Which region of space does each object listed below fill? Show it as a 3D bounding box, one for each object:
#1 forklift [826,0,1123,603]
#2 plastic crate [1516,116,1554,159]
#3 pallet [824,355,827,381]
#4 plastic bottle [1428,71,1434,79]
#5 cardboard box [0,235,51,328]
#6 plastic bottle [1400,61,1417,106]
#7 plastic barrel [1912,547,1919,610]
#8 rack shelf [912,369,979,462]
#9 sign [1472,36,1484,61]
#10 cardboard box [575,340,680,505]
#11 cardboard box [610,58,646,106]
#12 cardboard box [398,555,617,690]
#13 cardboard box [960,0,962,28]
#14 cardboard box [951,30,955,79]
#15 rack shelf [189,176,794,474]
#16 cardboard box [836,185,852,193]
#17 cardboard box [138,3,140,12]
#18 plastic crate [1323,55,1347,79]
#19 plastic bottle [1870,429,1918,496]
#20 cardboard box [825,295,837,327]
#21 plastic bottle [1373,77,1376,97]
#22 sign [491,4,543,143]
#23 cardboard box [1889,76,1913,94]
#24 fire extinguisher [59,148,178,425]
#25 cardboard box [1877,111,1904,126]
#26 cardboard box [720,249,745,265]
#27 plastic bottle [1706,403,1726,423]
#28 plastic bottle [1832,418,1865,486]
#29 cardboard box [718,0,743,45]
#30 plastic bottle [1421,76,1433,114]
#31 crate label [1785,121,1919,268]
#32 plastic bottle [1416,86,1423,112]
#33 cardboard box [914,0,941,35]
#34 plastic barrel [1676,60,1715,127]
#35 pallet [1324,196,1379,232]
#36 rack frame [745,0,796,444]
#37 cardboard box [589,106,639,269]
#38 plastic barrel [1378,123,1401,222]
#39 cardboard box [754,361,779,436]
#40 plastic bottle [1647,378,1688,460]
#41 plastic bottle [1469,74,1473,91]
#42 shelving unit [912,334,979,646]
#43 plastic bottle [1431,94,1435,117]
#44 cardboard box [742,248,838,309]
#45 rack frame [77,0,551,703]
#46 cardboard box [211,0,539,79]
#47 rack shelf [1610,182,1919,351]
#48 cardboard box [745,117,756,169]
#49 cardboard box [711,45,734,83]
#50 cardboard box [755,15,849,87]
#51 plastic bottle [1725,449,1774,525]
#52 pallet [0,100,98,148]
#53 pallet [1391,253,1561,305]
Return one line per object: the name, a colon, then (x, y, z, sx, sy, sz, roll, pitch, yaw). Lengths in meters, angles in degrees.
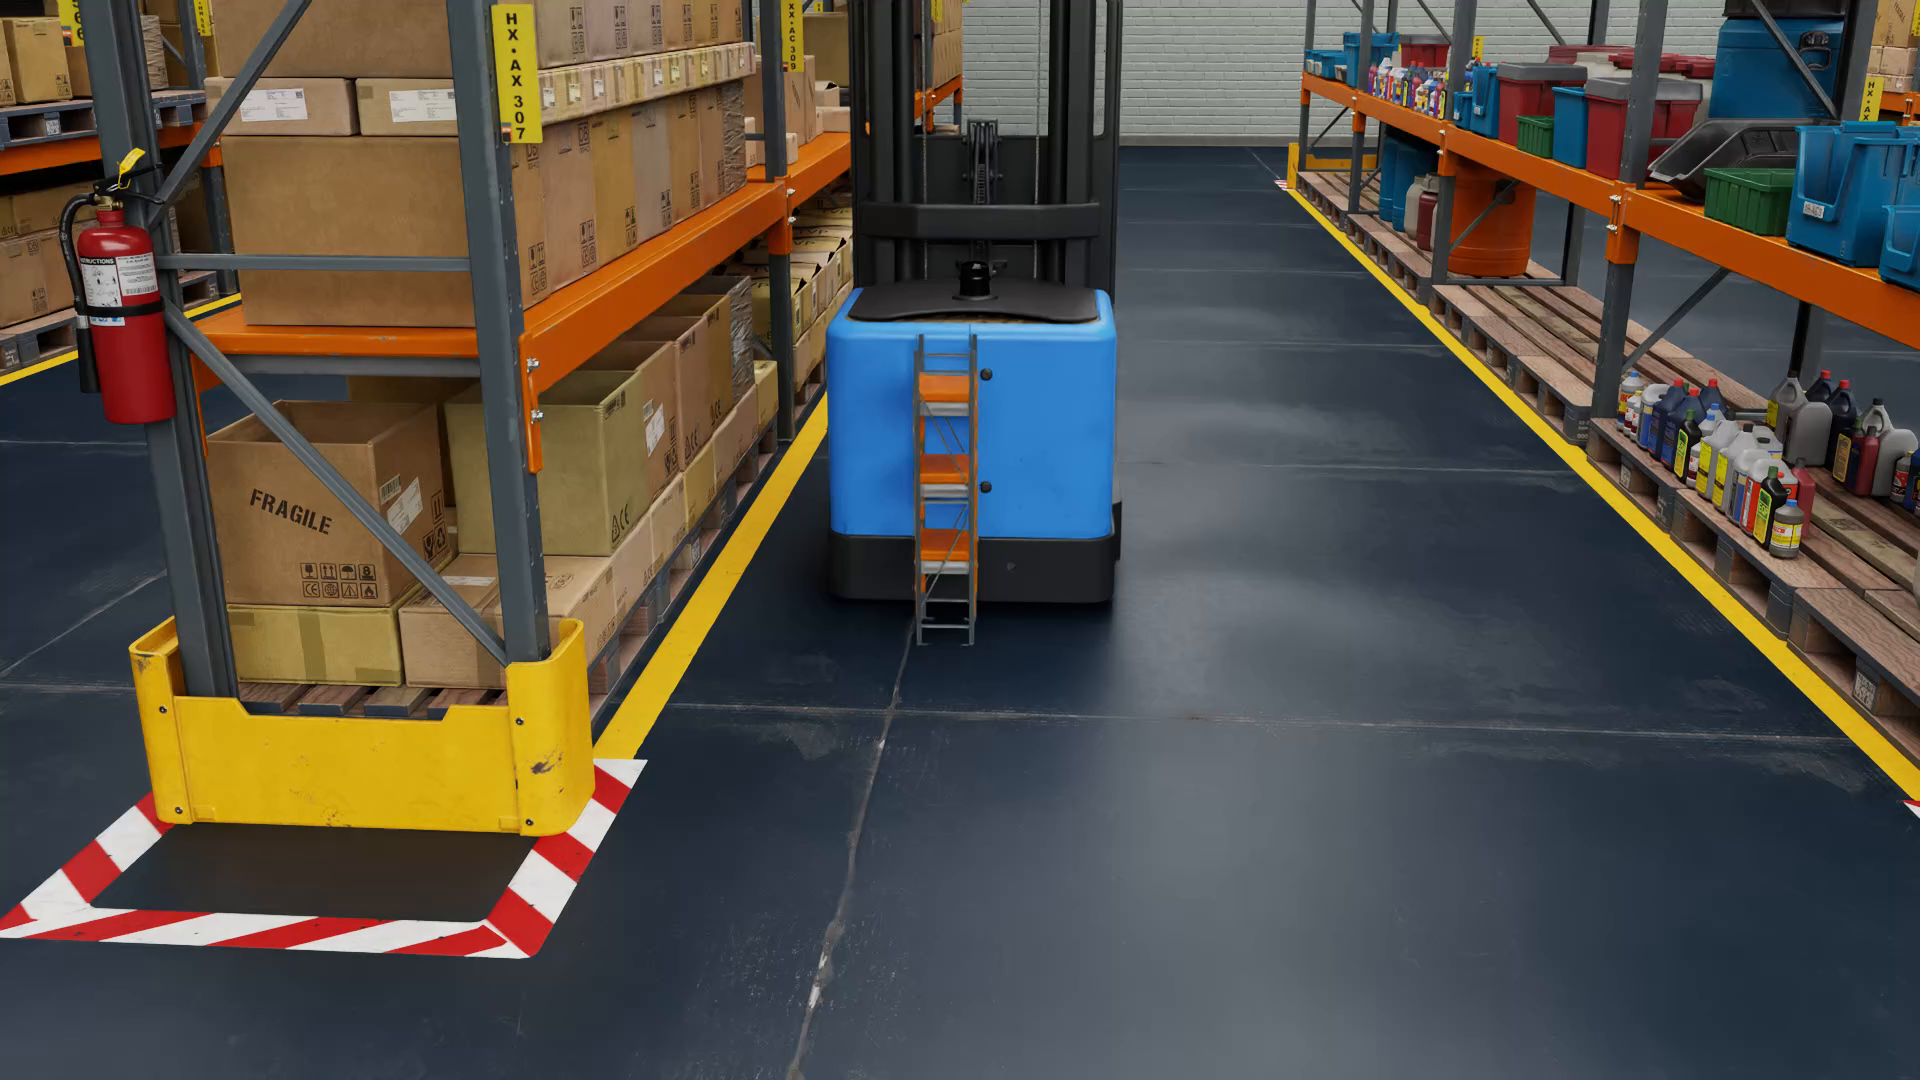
forklift: (0.114, -1.574, 7.019, 1.130, 2.935, 3.031, 1, 18, 3)
plastic crate: (3.439, -2.276, 9.392, 0.450, 0.188, 0.662, 1, 18, 4)
pallet: (-1.246, -1.226, 10.325, 1.003, 0.211, 1.213, 1, 18, 4)
plastic bottle: (3.725, -3.561, 13.160, 0.061, 0.283, 0.133, 1, 18, 4)
cardboard box: (-6.185, -1.620, 10.358, 0.700, 0.500, 0.500, 1, 18, 5)
plastic bottle: (3.644, -3.686, 13.434, 0.144, 0.351, 0.185, 1, 18, 4)
plastic barrel: (3.316, 0.034, 5.324, 0.421, 0.512, 0.421, 0, 18, 0)
rack shelf: (-0.046, -0.425, 5.646, 0.215, 0.259, 0.240, 1, 20, 2)
sign: (4.718, -4.433, 15.189, 0.100, 0.325, 0.005, 1, 18, 4)
cardboard box: (-1.314, -0.421, 5.927, 0.500, 0.500, 0.500, 1, 18, 4)
cardboard box: (-1.298, -1.572, 5.700, 0.380, 0.149, 0.250, 1, 18, 3)
cardboard box: (-1.371, 0.247, 5.095, 0.500, 0.250, 0.500, 1, 18, 4)
cardboard box: (-0.242, -6.046, 18.792, 0.500, 0.500, 0.500, 1, 18, 3)
cardboard box: (-0.320, -5.254, 17.981, 0.500, 0.500, 0.500, 1, 18, 4)
rack shelf: (-1.488, -0.978, 6.246, 1.077, 0.370, 4.000, 1, 18, 4)
cardboard box: (-0.708, -2.502, 13.051, 0.500, 0.500, 0.500, 1, 18, 2)
cardboard box: (-5.994, -3.750, 11.641, 0.380, 0.149, 0.250, -1, 18, -3)
plastic crate: (3.994, -4.934, 17.336, 0.416, 0.233, 0.300, 1, 18, 4)
plastic bottle: (3.785, -0.327, 6.773, 0.152, 0.276, 0.135, 2, 18, 5)
cardboard box: (-0.996, -1.274, 9.734, 0.500, 0.250, 0.500, 1, 18, 2)
plastic bottle: (3.718, -4.038, 14.747, 0.097, 0.201, 0.097, 0, 18, 0)
sign: (-1.078, -1.134, 4.048, 0.100, 0.325, 0.005, 1, 18, 4)
cardboard box: (8.805, -4.186, 15.285, 0.380, 0.149, 0.250, 1, 18, 4)
fire extinguisher: (-2.103, -0.636, 4.170, 0.296, 0.674, 0.183, 1, 18, 4)
cardboard box: (9.237, -3.597, 15.820, 0.875, 0.875, 0.875, 1, 18, 4)
cardboard box: (-1.532, -1.549, 9.675, 0.500, 0.311, 0.500, 1, 18, 4)
plastic bottle: (3.234, -0.453, 7.163, 0.097, 0.271, 0.097, 0, 18, 0)
plastic bottle: (3.696, -0.376, 6.908, 0.061, 0.283, 0.133, 1, 18, 4)
cardboard box: (-1.370, -2.467, 7.391, 0.700, 0.500, 0.500, 1, 18, 4)
plastic bottle: (3.557, -3.374, 12.609, 0.097, 0.271, 0.097, 0, 18, 0)
crate label: (3.171, -1.182, 5.655, 0.502, 0.435, 0.616, 1, 18, 4)
plastic bottle: (3.571, -3.401, 12.804, 0.097, 0.201, 0.097, 0, 18, 0)
cardboard box: (-0.456, -5.089, 15.869, 0.500, 0.500, 0.500, 2, 18, 5)
plastic barrel: (3.883, -2.186, 8.560, 0.433, 0.535, 0.433, 0, 18, 0)
pallet: (4.184, -3.218, 16.406, 1.003, 0.211, 1.213, 1, 18, 4)
rack frame: (-1.344, -1.941, 8.030, 1.000, 3.000, 0.127, 1, 18, 4)
cardboard box: (-1.511, -1.208, 5.633, 0.700, 0.500, 0.500, 1, 18, 4)
plastic barrel: (4.114, -3.348, 15.019, 0.600, 0.901, 0.708, 1, 18, 4)
cardboard box: (-1.160, -0.685, 7.938, 0.500, 0.250, 0.500, 1, 18, 4)
plastic bottle: (3.124, -0.538, 7.296, 0.144, 0.351, 0.185, 2, 18, 5)
plastic bottle: (4.249, -3.736, 13.715, 0.097, 0.271, 0.097, 0, 18, 0)
shelving unit: (-0.046, -0.168, 5.738, 0.215, 1.050, 0.252, 1, 20, 2)
plastic bottle: (3.529, -3.220, 12.251, 0.097, 0.201, 0.097, 0, 18, 0)
cardboard box: (-0.989, -1.540, 9.645, 0.500, 0.311, 0.500, 1, 18, 2)
rack frame: (-1.631, -0.699, 4.239, 1.000, 3.000, 0.127, 1, 18, 4)
cardboard box: (-1.581, -1.524, 4.513, 0.700, 0.500, 0.500, 1, 18, 4)
rack shelf: (3.453, -0.866, 5.905, 1.077, 0.370, 4.000, 1, 18, 4)
cardboard box: (-1.353, -2.024, 8.523, 0.500, 0.250, 0.500, 2, 18, 7)
cardboard box: (-1.186, -2.050, 7.159, 0.380, 0.149, 0.250, 1, 18, 2)
cardboard box: (-1.125, -3.629, 12.345, 0.700, 0.500, 0.500, -5, 19, -15)
plastic bottle: (3.059, -0.203, 6.393, 0.152, 0.276, 0.135, 1, 18, 2)
pallet: (-6.100, -2.586, 10.306, 1.003, 0.211, 1.213, 1, 18, 4)
pallet: (3.898, -1.992, 12.665, 1.003, 0.211, 1.213, 1, 18, 4)
